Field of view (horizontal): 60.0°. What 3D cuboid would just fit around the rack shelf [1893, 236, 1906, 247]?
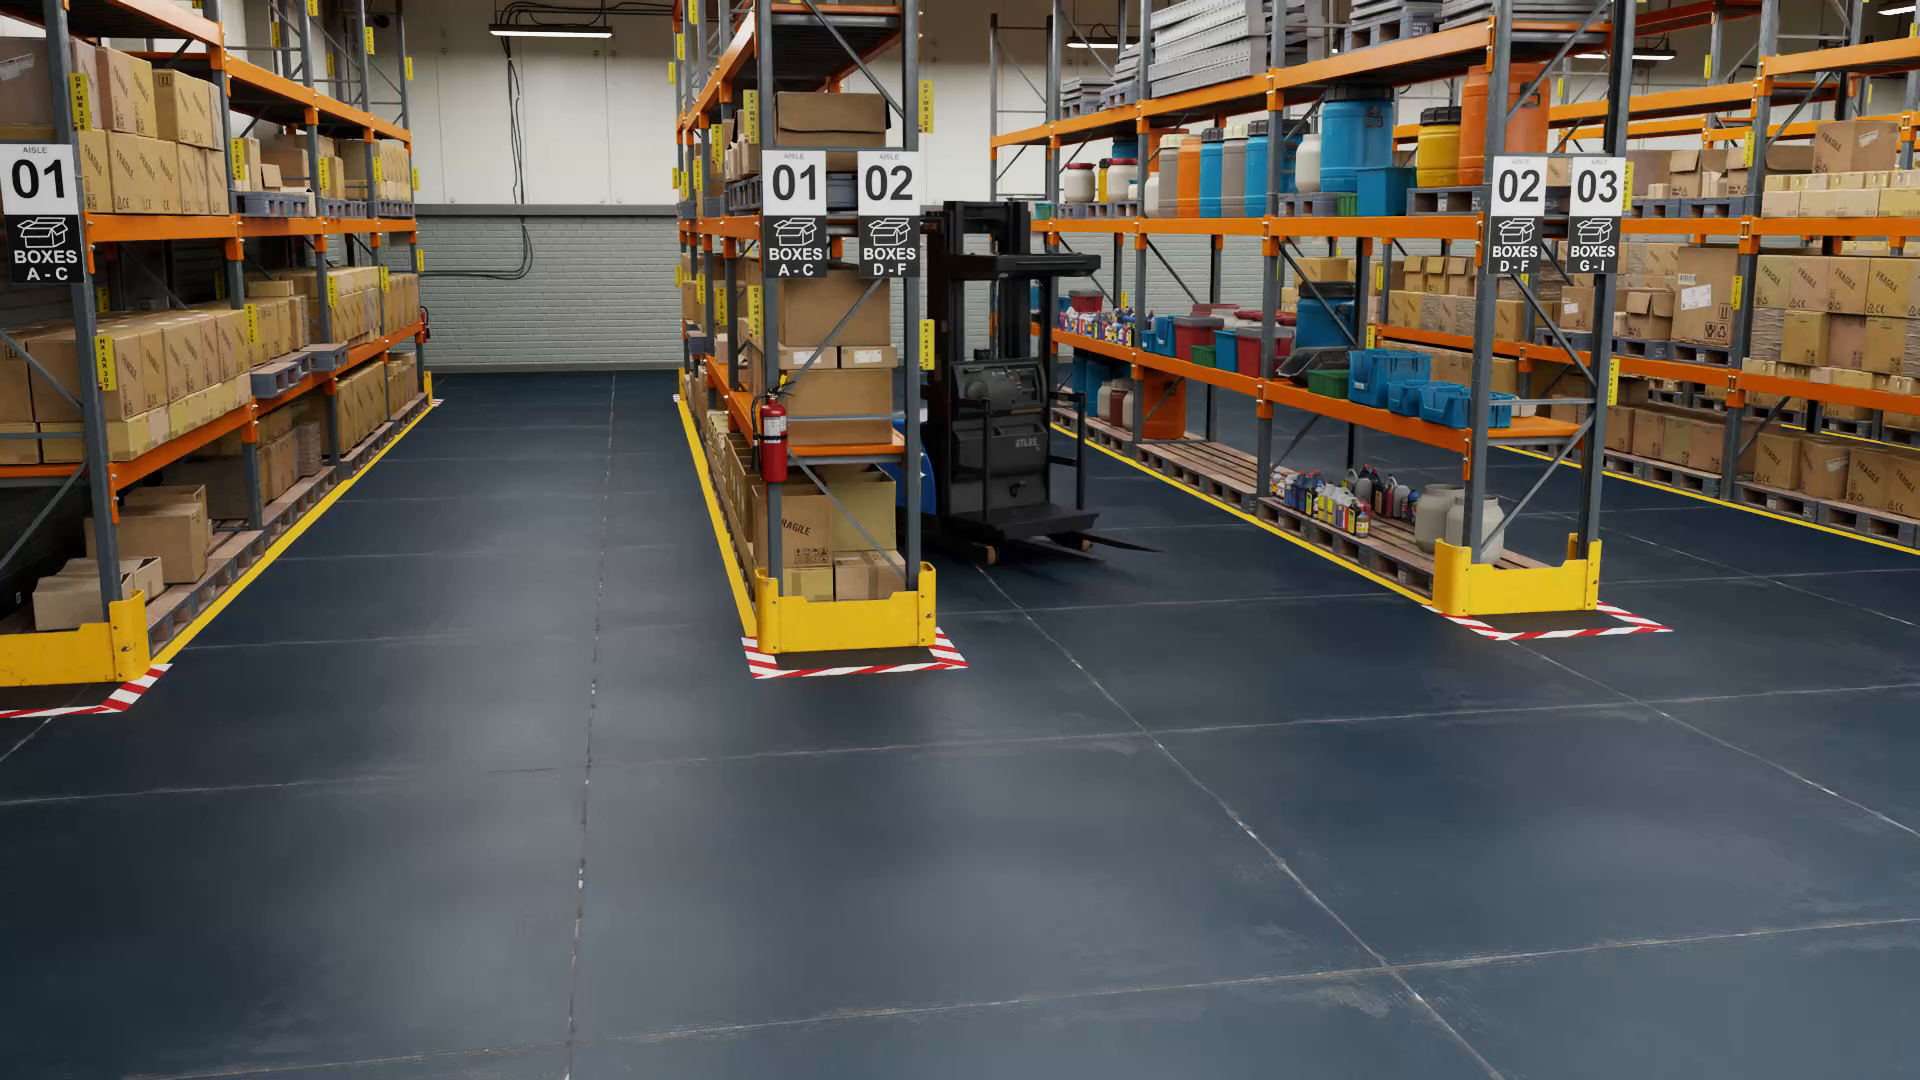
[{"bbox_3d":[12.673,-3.532,19.130,1.077,0.370,4.000,-2,11,-11],"label":"rack shelf"}]

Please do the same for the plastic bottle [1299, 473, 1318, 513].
[{"bbox_3d":[3.106,-0.420,14.787,0.144,0.351,0.185,-3,11,-13],"label":"plastic bottle"}]

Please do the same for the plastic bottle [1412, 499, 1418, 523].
[{"bbox_3d":[3.944,-0.254,14.315,0.097,0.201,0.097,0,11,0],"label":"plastic bottle"}]

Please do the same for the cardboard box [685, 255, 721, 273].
[{"bbox_3d":[-3.649,-3.800,23.700,0.500,0.500,0.500,-2,11,-11],"label":"cardboard box"}]

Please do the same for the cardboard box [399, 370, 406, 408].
[{"bbox_3d":[-8.192,-2.115,23.350,0.700,0.500,0.500,-2,11,-10],"label":"cardboard box"}]

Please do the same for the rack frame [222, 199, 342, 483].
[{"bbox_3d":[-7.177,-2.076,17.581,1.000,3.000,0.127,-2,11,-11],"label":"rack frame"}]

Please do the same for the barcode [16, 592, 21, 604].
[{"bbox_3d":[-6.063,0.373,10.707,0.001,0.075,0.075,-2,11,-11],"label":"barcode"}]

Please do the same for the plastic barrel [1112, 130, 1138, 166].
[{"bbox_3d":[2.245,-4.789,21.347,0.600,0.901,0.708,-2,11,-11],"label":"plastic barrel"}]

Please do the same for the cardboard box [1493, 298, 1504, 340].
[{"bbox_3d":[6.969,-2.839,21.321,0.500,0.500,0.500,-2,11,-12],"label":"cardboard box"}]

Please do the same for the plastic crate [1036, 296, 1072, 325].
[{"bbox_3d":[1.338,-3.265,23.709,0.392,0.384,0.575,-2,11,-11],"label":"plastic crate"}]

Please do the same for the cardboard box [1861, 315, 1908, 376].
[{"bbox_3d":[8.520,-1.719,14.643,0.875,0.500,0.500,-2,11,-11],"label":"cardboard box"}]

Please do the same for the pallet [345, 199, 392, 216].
[{"bbox_3d":[-8.104,-4.390,21.954,1.003,0.211,1.213,-2,11,-11],"label":"pallet"}]

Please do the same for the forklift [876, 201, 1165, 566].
[{"bbox_3d":[0.464,-1.331,13.852,1.130,2.935,3.031,-8,13,-35],"label":"forklift"}]

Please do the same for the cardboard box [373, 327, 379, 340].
[{"bbox_3d":[-7.539,-2.599,20.947,0.380,0.149,0.250,-2,11,-10],"label":"cardboard box"}]

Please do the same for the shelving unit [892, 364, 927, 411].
[{"bbox_3d":[-0.560,-0.977,15.820,0.538,1.500,1.048,-3,11,-15],"label":"shelving unit"}]

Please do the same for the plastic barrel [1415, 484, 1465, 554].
[{"bbox_3d":[3.796,-0.163,13.061,0.421,0.512,0.421,0,11,0],"label":"plastic barrel"}]

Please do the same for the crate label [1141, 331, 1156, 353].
[{"bbox_3d":[2.255,-2.263,19.012,0.303,0.233,0.416,-2,11,-11],"label":"crate label"}]

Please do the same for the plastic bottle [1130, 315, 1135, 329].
[{"bbox_3d":[2.278,-2.812,21.790,0.097,0.271,0.097,0,11,0],"label":"plastic bottle"}]

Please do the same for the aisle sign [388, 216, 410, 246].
[{"bbox_3d":[-8.453,-4.844,25.174,0.394,0.787,0.004,-2,11,-11],"label":"aisle sign"}]

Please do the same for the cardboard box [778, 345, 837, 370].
[{"bbox_3d":[-1.024,-1.221,11.084,0.380,0.149,0.250,-2,11,-12],"label":"cardboard box"}]

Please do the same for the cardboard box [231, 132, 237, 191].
[{"bbox_3d":[-6.427,-3.175,13.940,0.500,0.500,0.500,-1,11,-3],"label":"cardboard box"}]

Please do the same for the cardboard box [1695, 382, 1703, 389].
[{"bbox_3d":[11.699,-2.445,26.021,0.380,0.149,0.250,-2,11,-9],"label":"cardboard box"}]

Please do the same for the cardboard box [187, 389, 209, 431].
[{"bbox_3d":[-5.709,-0.927,11.893,0.500,0.250,0.500,-2,11,-10],"label":"cardboard box"}]

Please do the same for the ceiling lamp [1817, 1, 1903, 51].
[{"bbox_3d":[17.627,-10.847,32.006,2.000,3.185,0.800,-2,11,-11],"label":"ceiling lamp"}]

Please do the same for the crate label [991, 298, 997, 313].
[{"bbox_3d":[0.710,-3.794,26.892,0.416,0.233,0.303,-2,11,-11],"label":"crate label"}]

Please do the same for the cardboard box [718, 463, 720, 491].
[{"bbox_3d":[-2.102,-0.631,16.220,0.500,0.250,0.500,-2,11,-10],"label":"cardboard box"}]

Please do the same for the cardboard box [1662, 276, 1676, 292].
[{"bbox_3d":[11.135,-3.786,25.500,0.500,0.500,0.500,-2,11,-11],"label":"cardboard box"}]

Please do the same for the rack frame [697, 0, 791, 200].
[{"bbox_3d":[-2.319,-5.204,17.971,1.000,3.000,0.127,-2,11,-11],"label":"rack frame"}]

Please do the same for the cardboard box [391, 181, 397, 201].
[{"bbox_3d":[-8.023,-4.789,22.824,0.500,0.250,0.500,-2,11,-13],"label":"cardboard box"}]

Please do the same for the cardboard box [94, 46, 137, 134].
[{"bbox_3d":[-5.506,-2.806,10.398,0.500,0.500,0.500,-2,11,-12],"label":"cardboard box"}]

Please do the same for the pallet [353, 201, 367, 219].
[{"bbox_3d":[-7.728,-4.023,20.299,0.805,0.209,1.217,-3,11,-13],"label":"pallet"}]

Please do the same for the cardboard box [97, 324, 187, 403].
[{"bbox_3d":[-5.600,-1.198,11.309,0.500,0.500,0.500,-2,11,-13],"label":"cardboard box"}]

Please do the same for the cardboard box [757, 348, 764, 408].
[{"bbox_3d":[-1.245,-1.303,13.250,0.700,0.500,0.500,-2,11,-10],"label":"cardboard box"}]

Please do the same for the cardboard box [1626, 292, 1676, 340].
[{"bbox_3d":[7.749,-2.454,18.170,0.797,0.503,0.637,-1,11,-5],"label":"cardboard box"}]

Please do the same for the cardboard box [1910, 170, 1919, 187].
[{"bbox_3d":[8.341,-3.075,14.144,0.380,0.149,0.250,-3,11,-14],"label":"cardboard box"}]

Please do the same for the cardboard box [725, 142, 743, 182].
[{"bbox_3d":[-1.596,-3.027,13.297,0.500,0.311,0.500,-3,11,-14],"label":"cardboard box"}]

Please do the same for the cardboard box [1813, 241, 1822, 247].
[{"bbox_3d":[15.362,-5.228,29.464,0.380,0.149,0.250,-2,11,-10],"label":"cardboard box"}]

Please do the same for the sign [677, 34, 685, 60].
[{"bbox_3d":[-3.632,-6.419,21.644,0.100,0.325,0.005,-2,11,-11],"label":"sign"}]

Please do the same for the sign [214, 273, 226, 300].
[{"bbox_3d":[-7.721,-2.624,17.364,0.100,0.325,0.005,-2,11,-11],"label":"sign"}]

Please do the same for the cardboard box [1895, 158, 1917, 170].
[{"bbox_3d":[11.951,-4.742,21.250,0.396,0.266,0.258,-2,11,-11],"label":"cardboard box"}]

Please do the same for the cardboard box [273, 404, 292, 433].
[{"bbox_3d":[-6.936,-1.196,16.459,0.500,0.250,0.500,-2,11,-10],"label":"cardboard box"}]

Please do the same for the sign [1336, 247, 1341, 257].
[{"bbox_3d":[6.378,-4.786,28.089,0.100,0.325,0.005,-2,11,-11],"label":"sign"}]

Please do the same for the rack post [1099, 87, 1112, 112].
[{"bbox_3d":[2.281,-5.505,20.888,0.937,0.300,0.954,-1,11,-5],"label":"rack post"}]

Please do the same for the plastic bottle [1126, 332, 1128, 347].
[{"bbox_3d":[2.039,-2.419,19.916,0.097,0.201,0.097,0,11,0],"label":"plastic bottle"}]

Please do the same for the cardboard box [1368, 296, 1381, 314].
[{"bbox_3d":[6.278,-3.494,24.637,0.500,0.250,0.500,-2,11,-12],"label":"cardboard box"}]

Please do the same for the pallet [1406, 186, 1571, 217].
[{"bbox_3d":[4.032,-2.505,12.319,1.003,0.211,1.213,-2,11,-11],"label":"pallet"}]

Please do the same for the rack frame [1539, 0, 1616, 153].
[{"bbox_3d":[7.399,-5.564,19.860,1.000,3.000,0.127,-2,11,-11],"label":"rack frame"}]

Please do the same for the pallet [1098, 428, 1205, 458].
[{"bbox_3d":[2.347,-1.210,20.487,1.003,0.211,1.213,-2,11,-11],"label":"pallet"}]

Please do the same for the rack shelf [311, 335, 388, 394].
[{"bbox_3d":[-7.566,-2.089,19.576,1.077,0.370,4.000,-2,11,-11],"label":"rack shelf"}]

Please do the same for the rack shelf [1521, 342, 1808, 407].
[{"bbox_3d":[7.788,-1.896,18.561,1.077,0.370,4.000,-2,11,-11],"label":"rack shelf"}]

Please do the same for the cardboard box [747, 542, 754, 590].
[{"bbox_3d":[-1.266,0.176,11.980,0.500,0.250,0.500,-2,11,-11],"label":"cardboard box"}]

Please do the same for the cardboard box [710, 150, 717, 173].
[{"bbox_3d":[-2.809,-4.429,20.263,0.600,0.600,0.600,-3,11,-13],"label":"cardboard box"}]

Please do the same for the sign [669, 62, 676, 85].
[{"bbox_3d":[-4.407,-7.149,25.481,0.100,0.325,0.005,-2,11,-11],"label":"sign"}]

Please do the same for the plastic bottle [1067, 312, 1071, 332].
[{"bbox_3d":[1.501,-2.961,22.576,0.097,0.271,0.097,0,11,0],"label":"plastic bottle"}]

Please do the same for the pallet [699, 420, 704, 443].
[{"bbox_3d":[-2.901,-1.473,21.870,1.003,0.211,1.213,-2,11,-11],"label":"pallet"}]

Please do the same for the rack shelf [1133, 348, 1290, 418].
[{"bbox_3d":[2.930,-1.716,17.614,1.077,0.370,4.000,-2,11,-11],"label":"rack shelf"}]

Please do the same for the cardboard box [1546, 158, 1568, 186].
[{"bbox_3d":[7.238,-4.289,19.582,0.500,0.500,0.500,-2,11,-10],"label":"cardboard box"}]
